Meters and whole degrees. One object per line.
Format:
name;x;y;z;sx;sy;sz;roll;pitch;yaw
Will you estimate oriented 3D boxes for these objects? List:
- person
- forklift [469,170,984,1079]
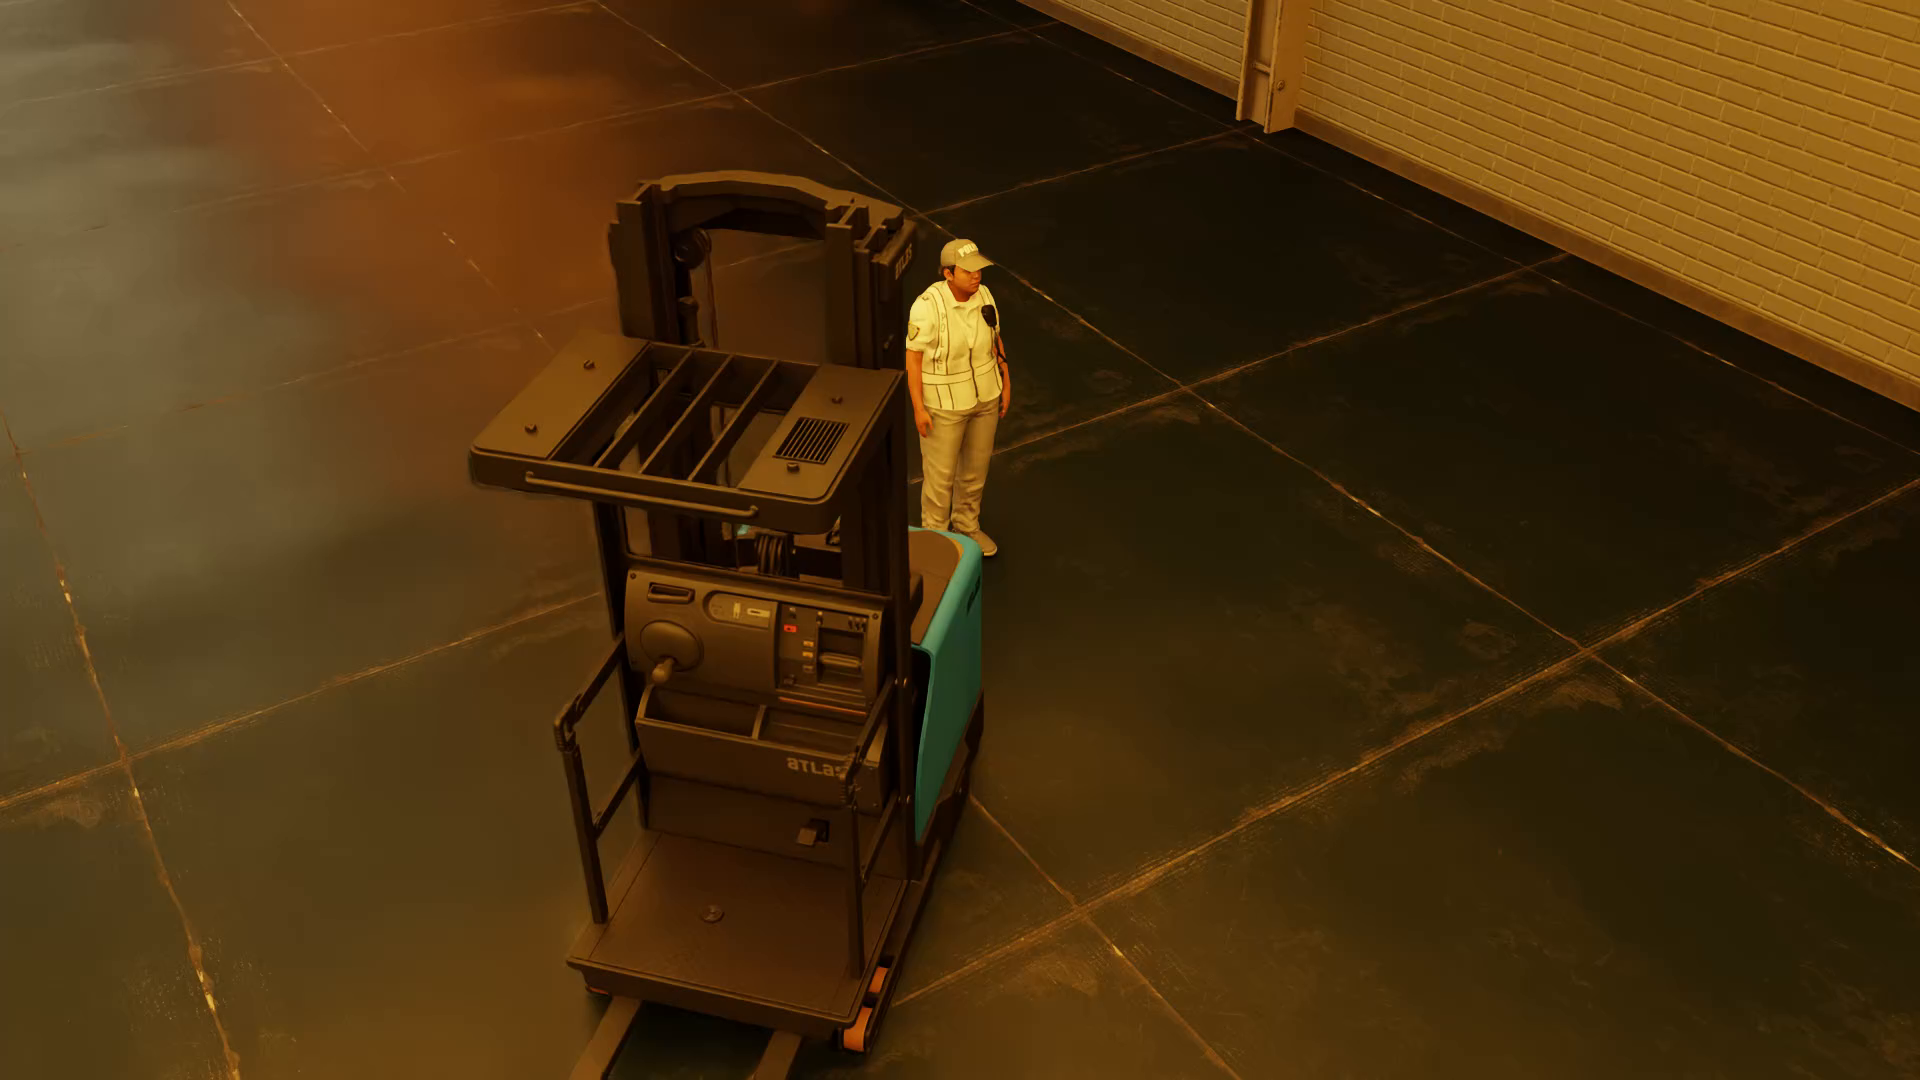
person;0.023;-0.644;8.151;0.599;1.670;0.529;-21;40;-27
forklift;-0.770;0.409;5.565;1.130;2.935;3.031;9;36;12
